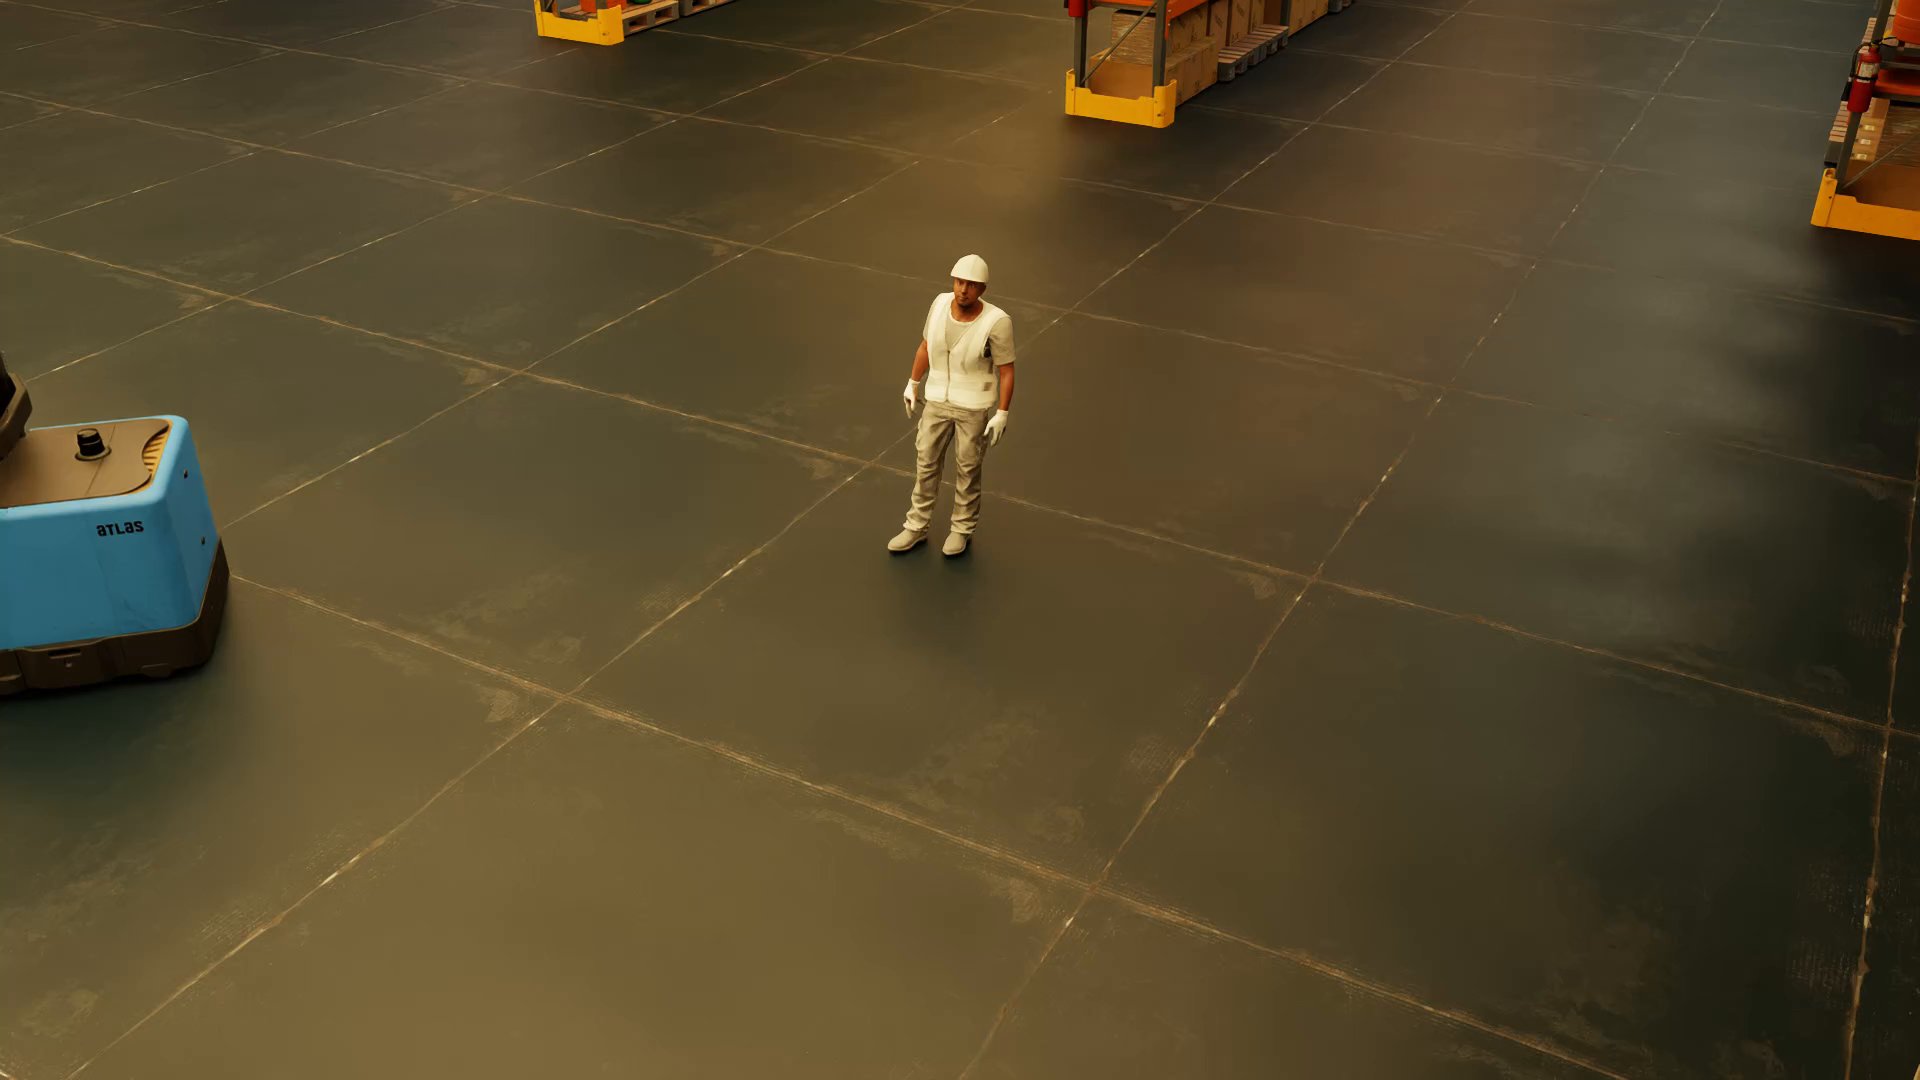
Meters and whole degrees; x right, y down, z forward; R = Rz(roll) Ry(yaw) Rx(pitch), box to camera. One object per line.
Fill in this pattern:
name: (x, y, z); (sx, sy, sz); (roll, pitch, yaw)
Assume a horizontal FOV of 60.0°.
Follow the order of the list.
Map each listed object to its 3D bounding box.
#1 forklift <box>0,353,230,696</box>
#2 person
forklift: (-5.543, -0.618, 8.141); (3.031, 2.935, 1.130); (-7, 31, -12)
person: (-0.042, -0.750, 9.503); (0.656, 1.782, 0.577); (15, 33, 25)
